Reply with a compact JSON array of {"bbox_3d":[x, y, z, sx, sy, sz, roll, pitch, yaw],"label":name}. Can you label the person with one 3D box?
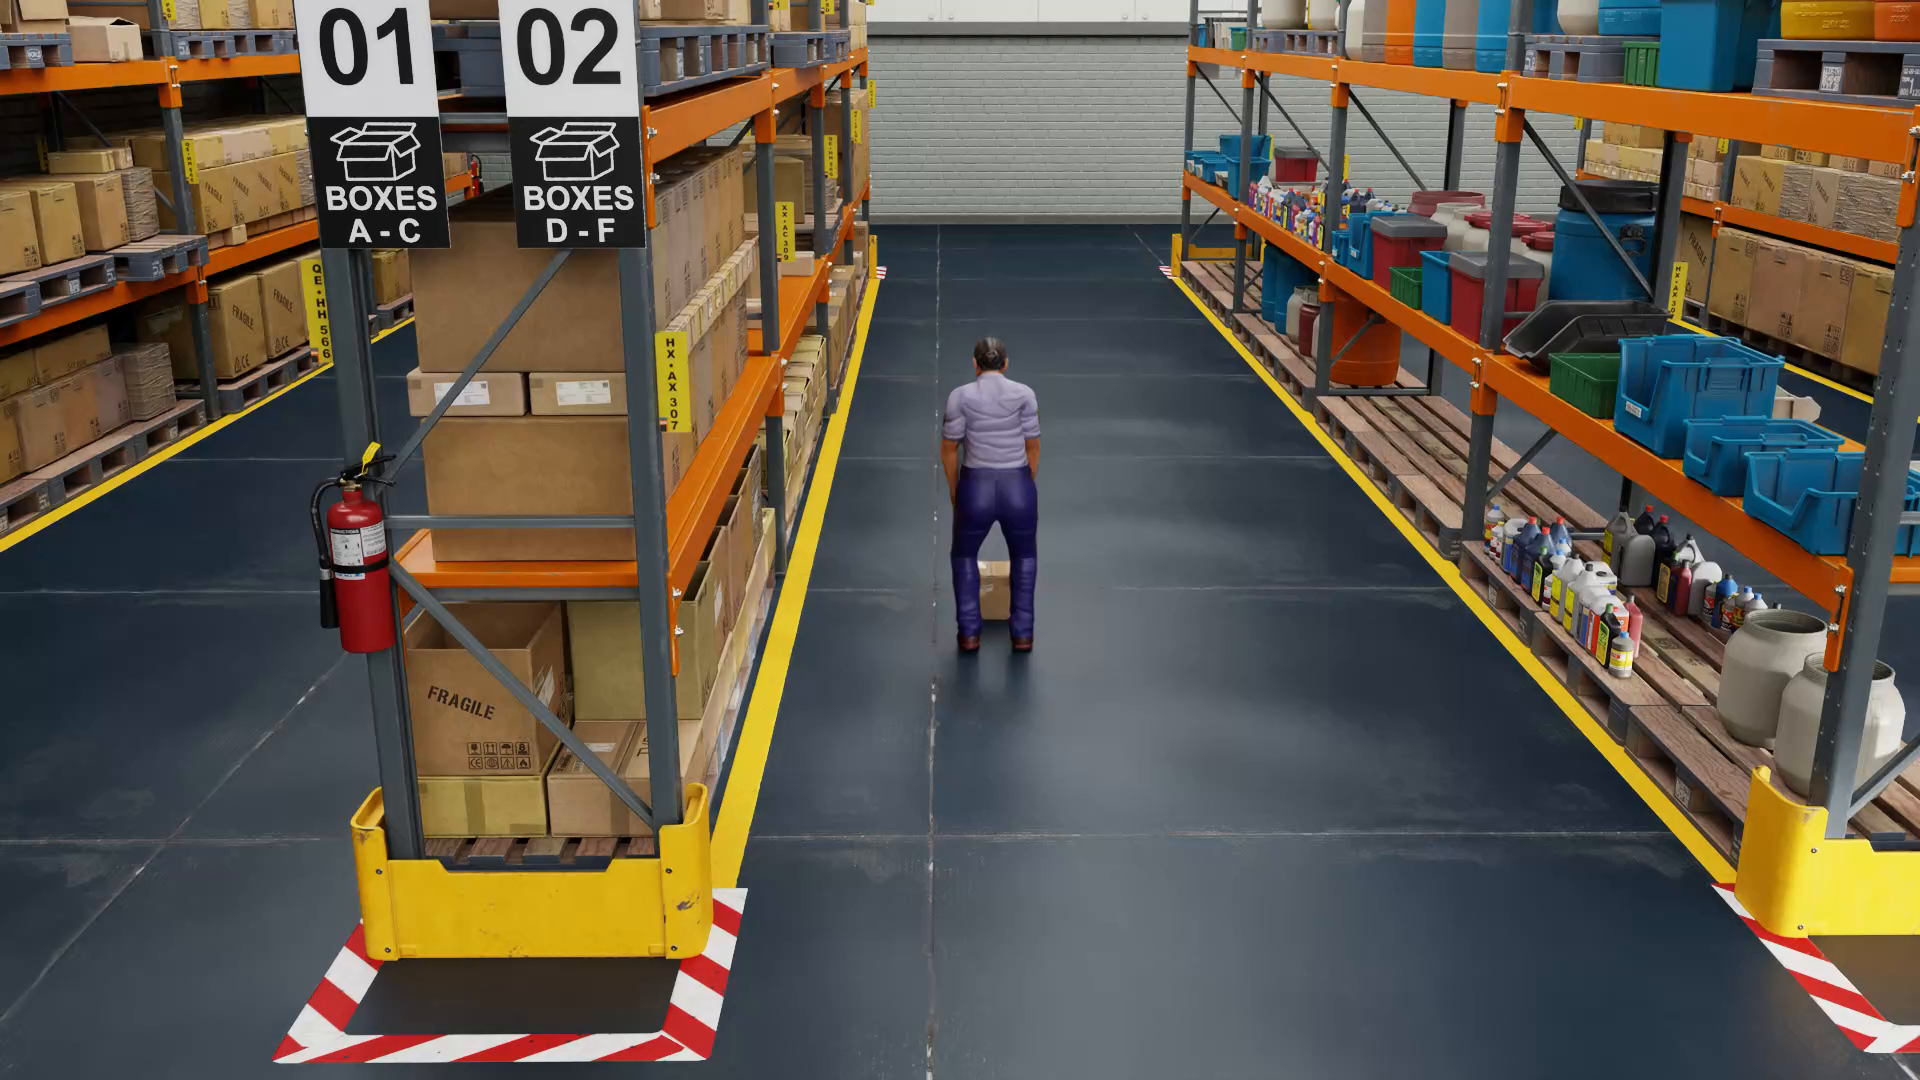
[{"bbox_3d":[0.146,-0.095,8.508,0.536,1.284,0.643,0,17,-1],"label":"person"}]
